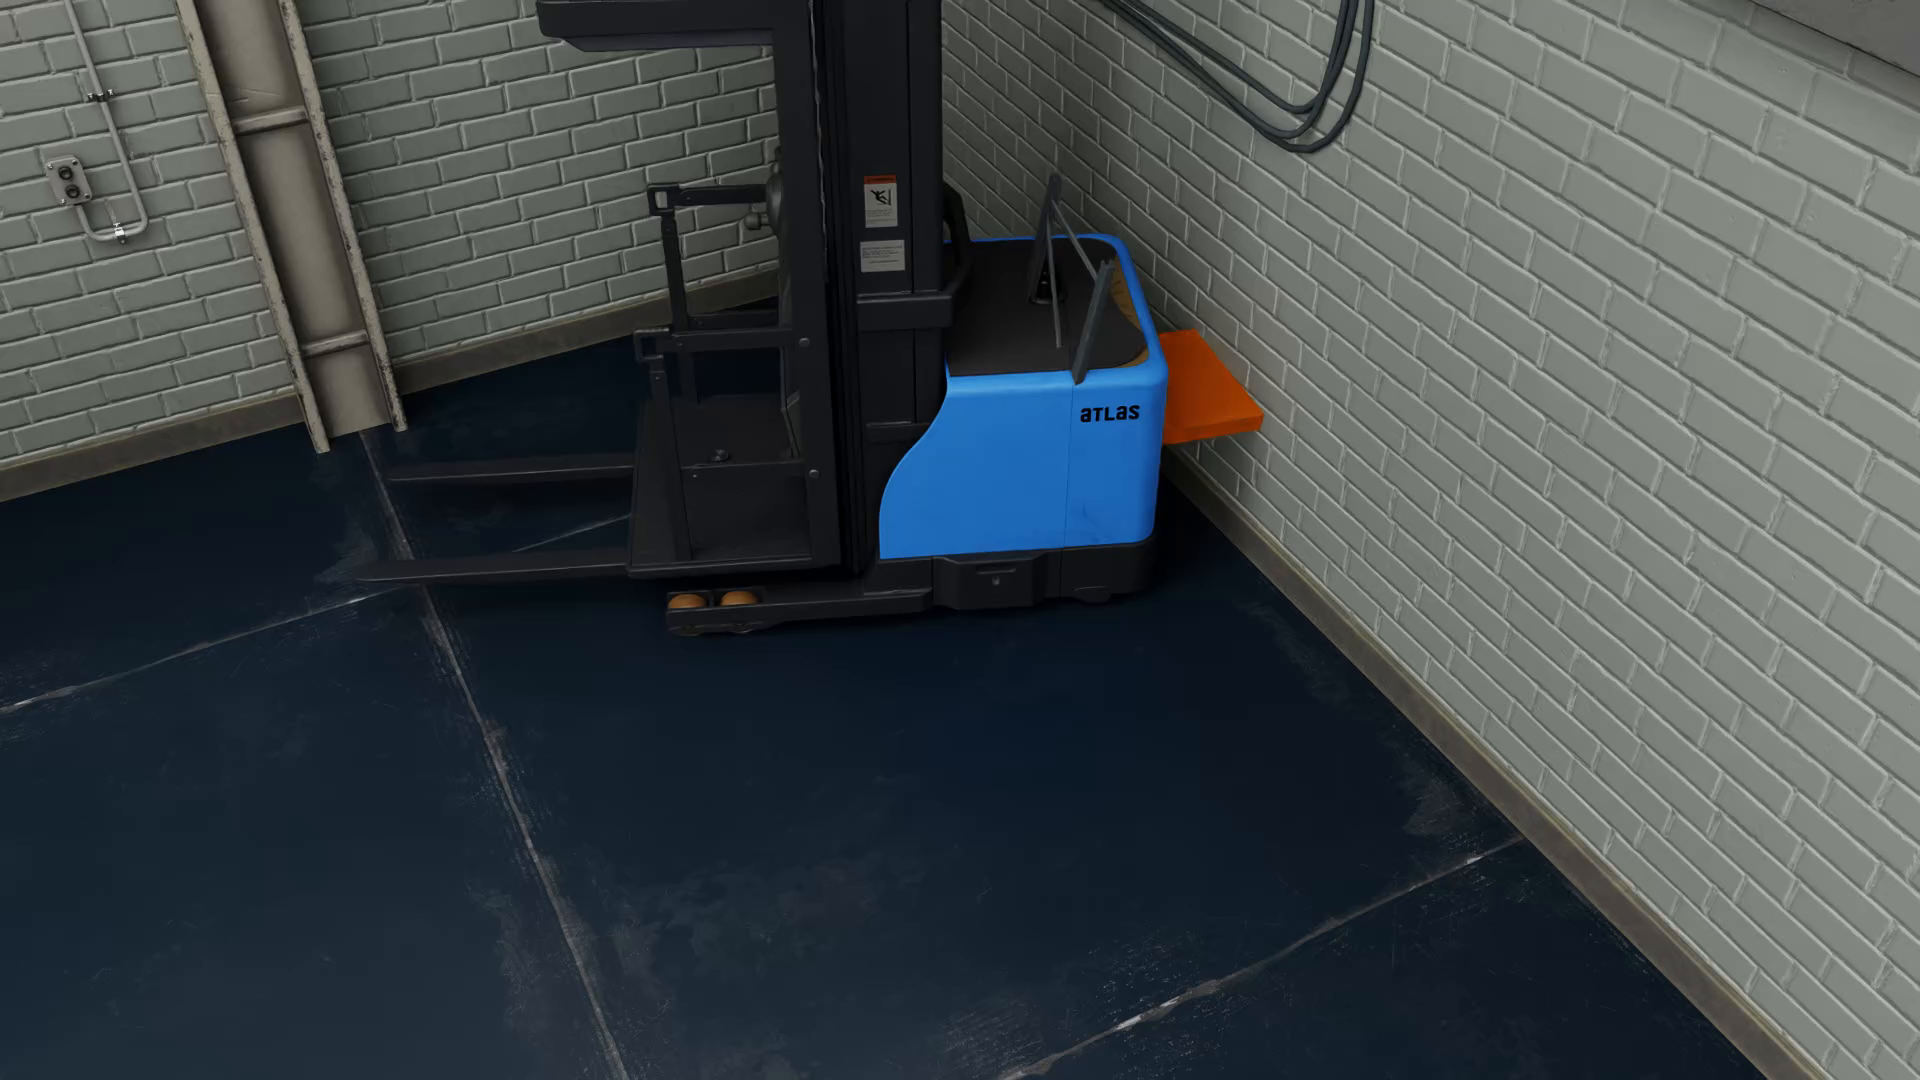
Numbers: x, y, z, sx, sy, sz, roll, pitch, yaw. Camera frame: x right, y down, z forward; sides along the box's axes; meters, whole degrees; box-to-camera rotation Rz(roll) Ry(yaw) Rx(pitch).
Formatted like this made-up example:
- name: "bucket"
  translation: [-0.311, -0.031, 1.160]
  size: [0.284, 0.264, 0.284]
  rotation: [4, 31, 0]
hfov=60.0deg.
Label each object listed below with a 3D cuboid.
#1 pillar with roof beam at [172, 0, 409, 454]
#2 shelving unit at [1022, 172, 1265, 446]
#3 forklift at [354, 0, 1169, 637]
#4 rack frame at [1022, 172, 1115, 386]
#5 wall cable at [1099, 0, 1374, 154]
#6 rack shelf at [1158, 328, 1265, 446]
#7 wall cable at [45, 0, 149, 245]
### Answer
- name: "pillar with roof beam"
  translation: [-0.685, -1.487, 1.542]
  size: [0.400, 9.000, 9.100]
  rotation: [-19, 44, -21]
- name: "shelving unit"
  translation: [0.778, -0.668, 6.248]
  size: [1.083, 1.500, 0.587]
  rotation: [-10, 52, -19]
- name: "forklift"
  translation: [-0.798, -1.111, 5.794]
  size: [3.031, 2.935, 1.130]
  rotation: [-4, 40, -4]
- name: "rack frame"
  translation: [0.296, -0.581, 6.080]
  size: [0.032, 1.500, 0.500]
  rotation: [-10, 52, -19]
- name: "wall cable"
  translation: [0.513, -2.951, 5.674]
  size: [0.112, 2.526, 3.097]
  rotation: [-19, 44, -21]
- name: "rack shelf"
  translation: [0.743, -0.550, 6.380]
  size: [1.000, 0.185, 0.538]
  rotation: [-10, 52, -19]
- name: "wall cable"
  translation: [-3.970, -1.675, 5.620]
  size: [1.851, 1.984, 0.084]
  rotation: [-19, 44, -21]
